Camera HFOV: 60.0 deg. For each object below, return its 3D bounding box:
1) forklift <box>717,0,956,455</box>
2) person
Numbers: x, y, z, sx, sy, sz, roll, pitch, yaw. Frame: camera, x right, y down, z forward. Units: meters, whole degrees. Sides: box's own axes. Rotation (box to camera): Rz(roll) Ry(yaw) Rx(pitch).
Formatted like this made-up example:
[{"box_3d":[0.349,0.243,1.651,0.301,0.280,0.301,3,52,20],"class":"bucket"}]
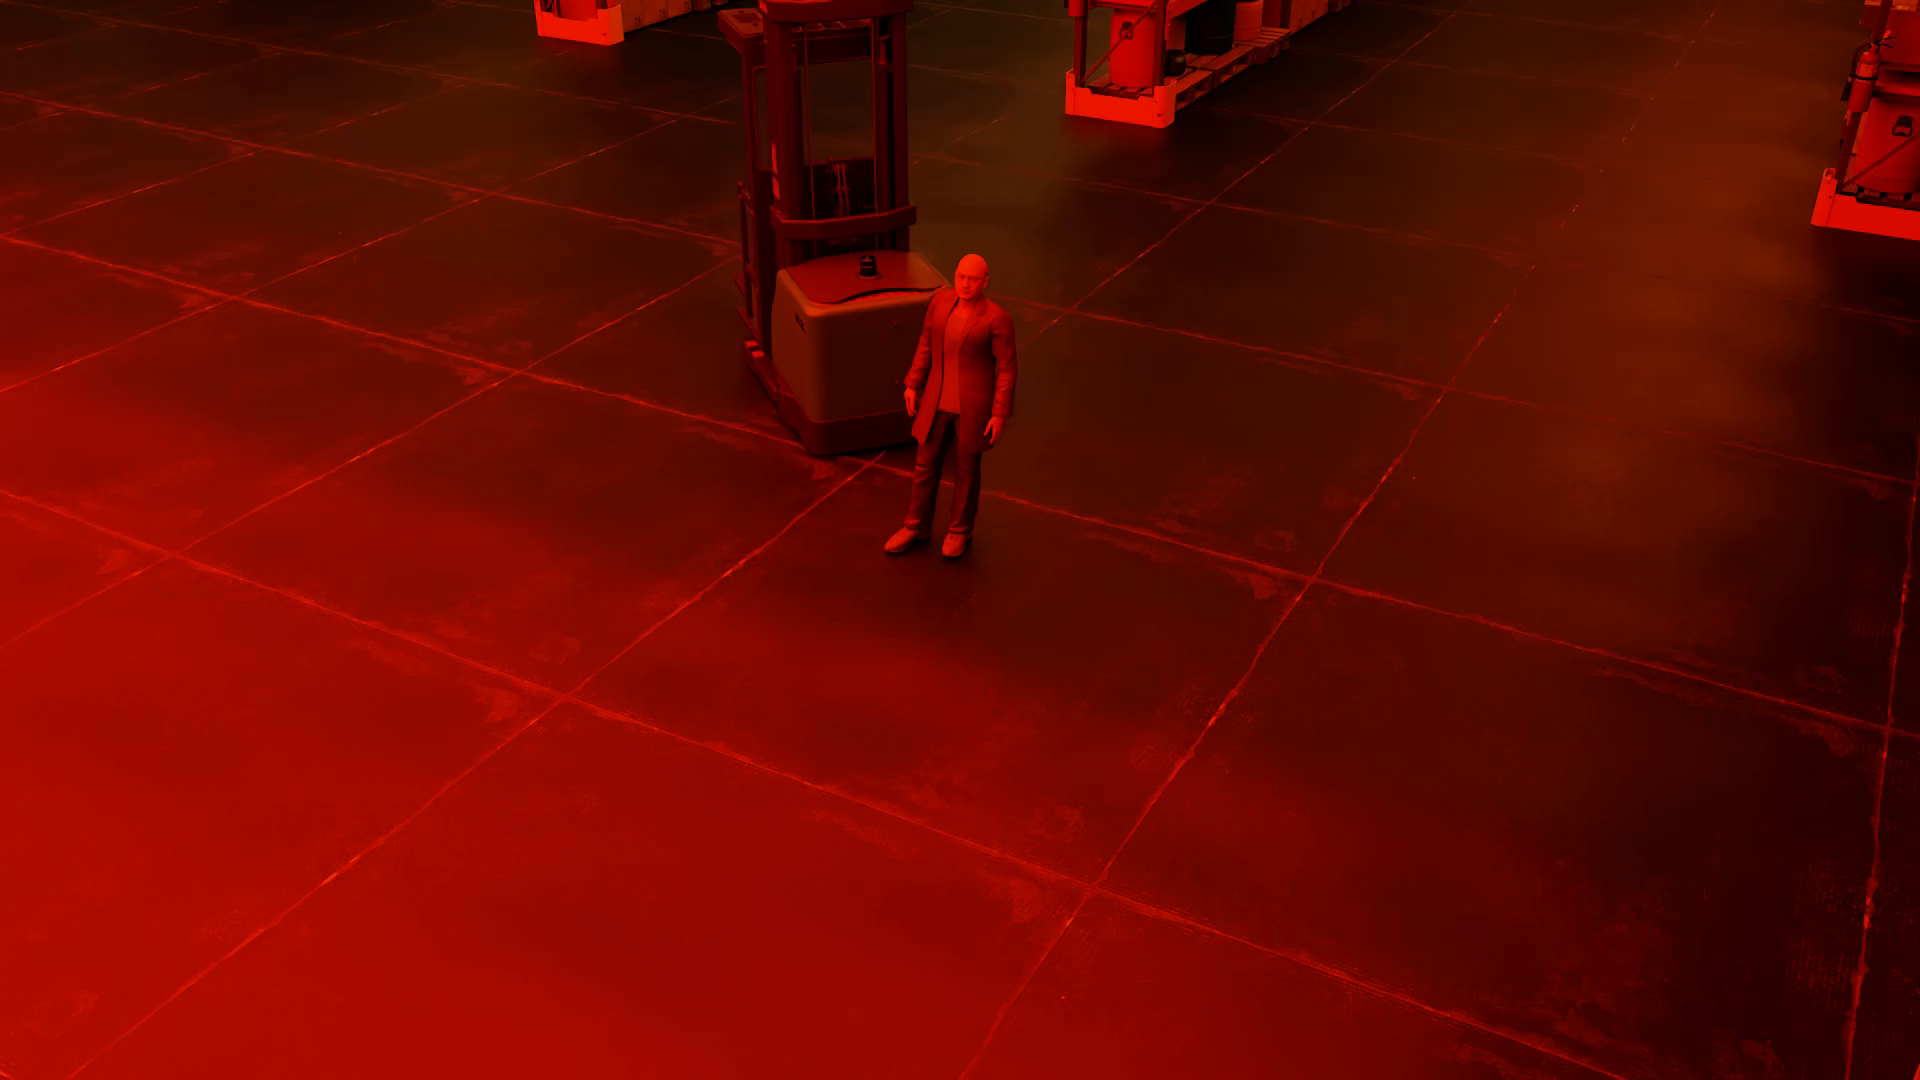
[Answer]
[{"box_3d":[-0.974,-2.543,11.477,1.130,2.935,3.031,-10,32,-17],"class":"forklift"},{"box_3d":[-0.048,-0.738,9.488,0.694,1.776,0.582,15,33,25],"class":"person"}]
